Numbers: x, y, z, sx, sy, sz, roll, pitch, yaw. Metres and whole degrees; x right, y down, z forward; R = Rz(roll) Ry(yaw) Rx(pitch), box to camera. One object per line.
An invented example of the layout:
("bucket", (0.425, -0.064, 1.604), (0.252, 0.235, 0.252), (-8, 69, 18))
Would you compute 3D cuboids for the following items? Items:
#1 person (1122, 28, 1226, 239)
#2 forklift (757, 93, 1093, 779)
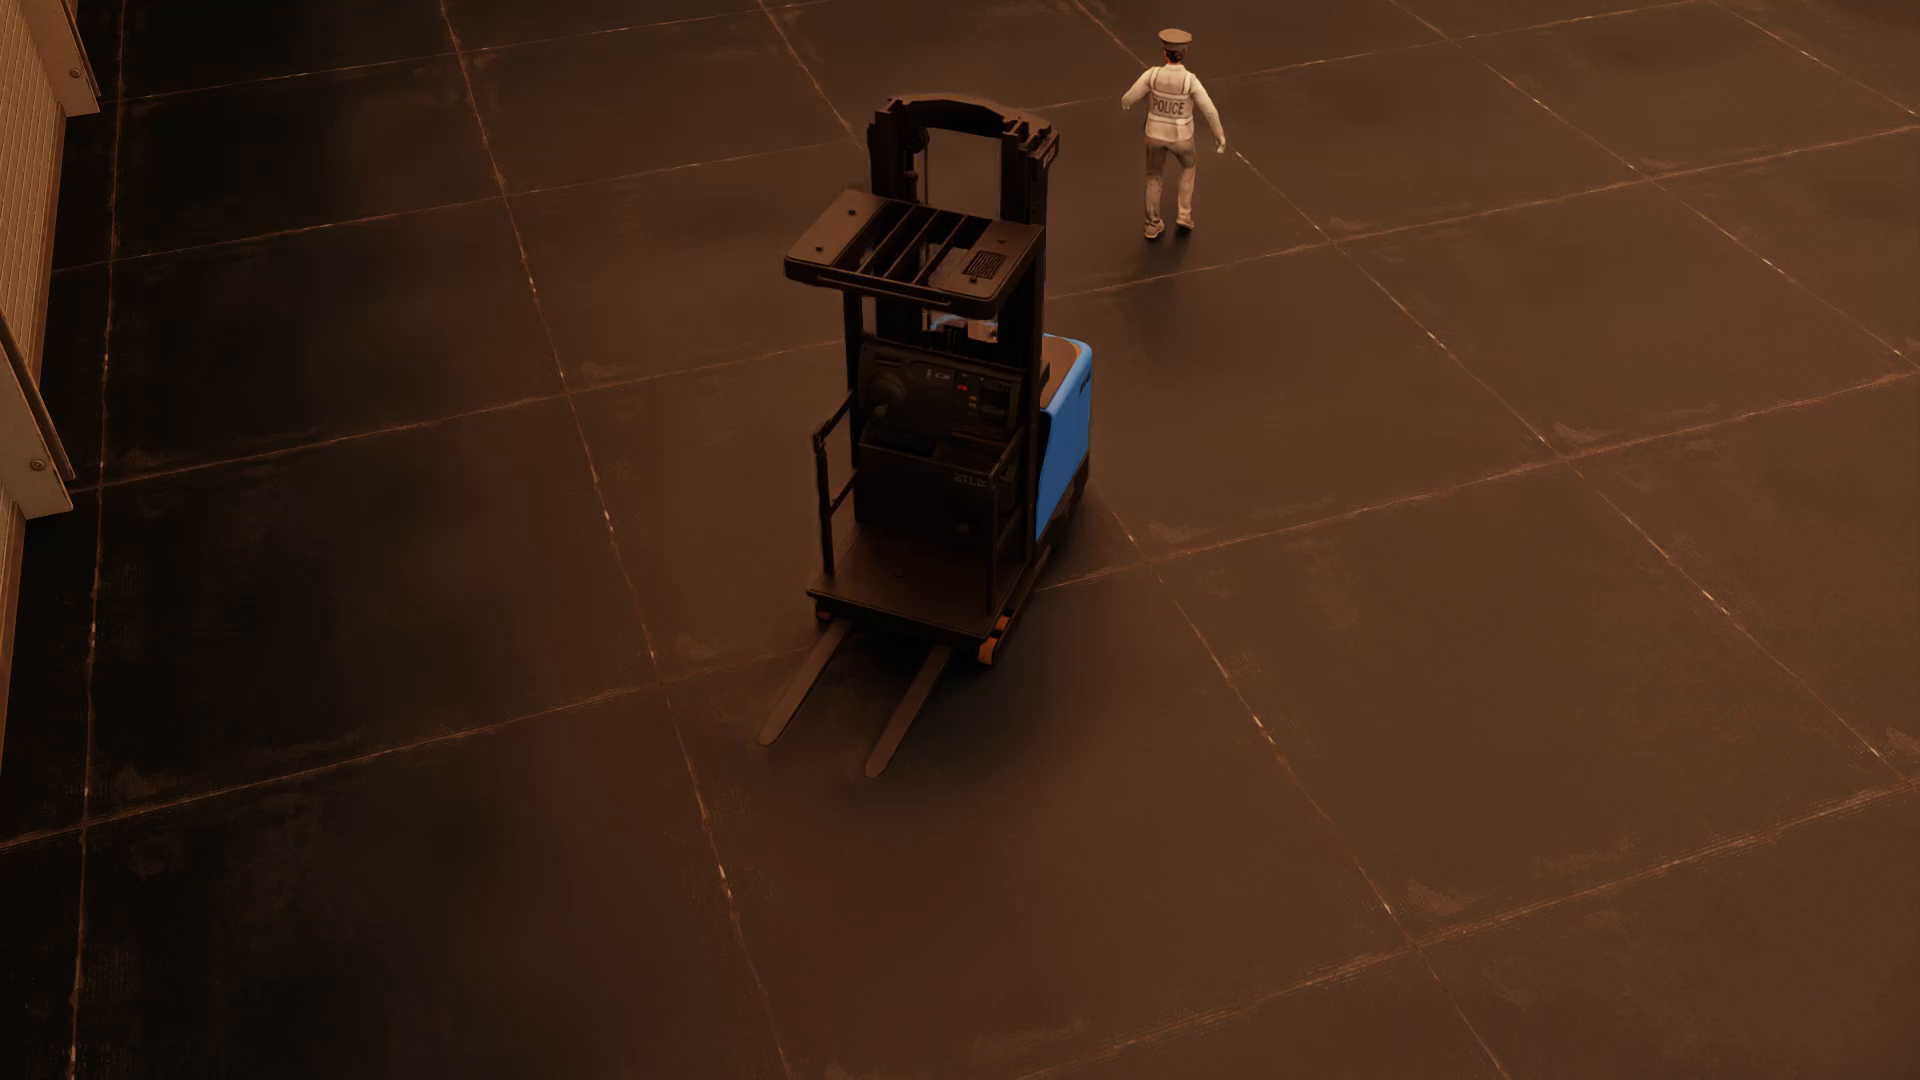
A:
("person", (1.607, -3.085, 12.713), (0.859, 1.694, 0.460), (14, 42, 16))
("forklift", (-0.194, -0.720, 8.854), (1.130, 2.935, 3.031), (14, 42, 16))
